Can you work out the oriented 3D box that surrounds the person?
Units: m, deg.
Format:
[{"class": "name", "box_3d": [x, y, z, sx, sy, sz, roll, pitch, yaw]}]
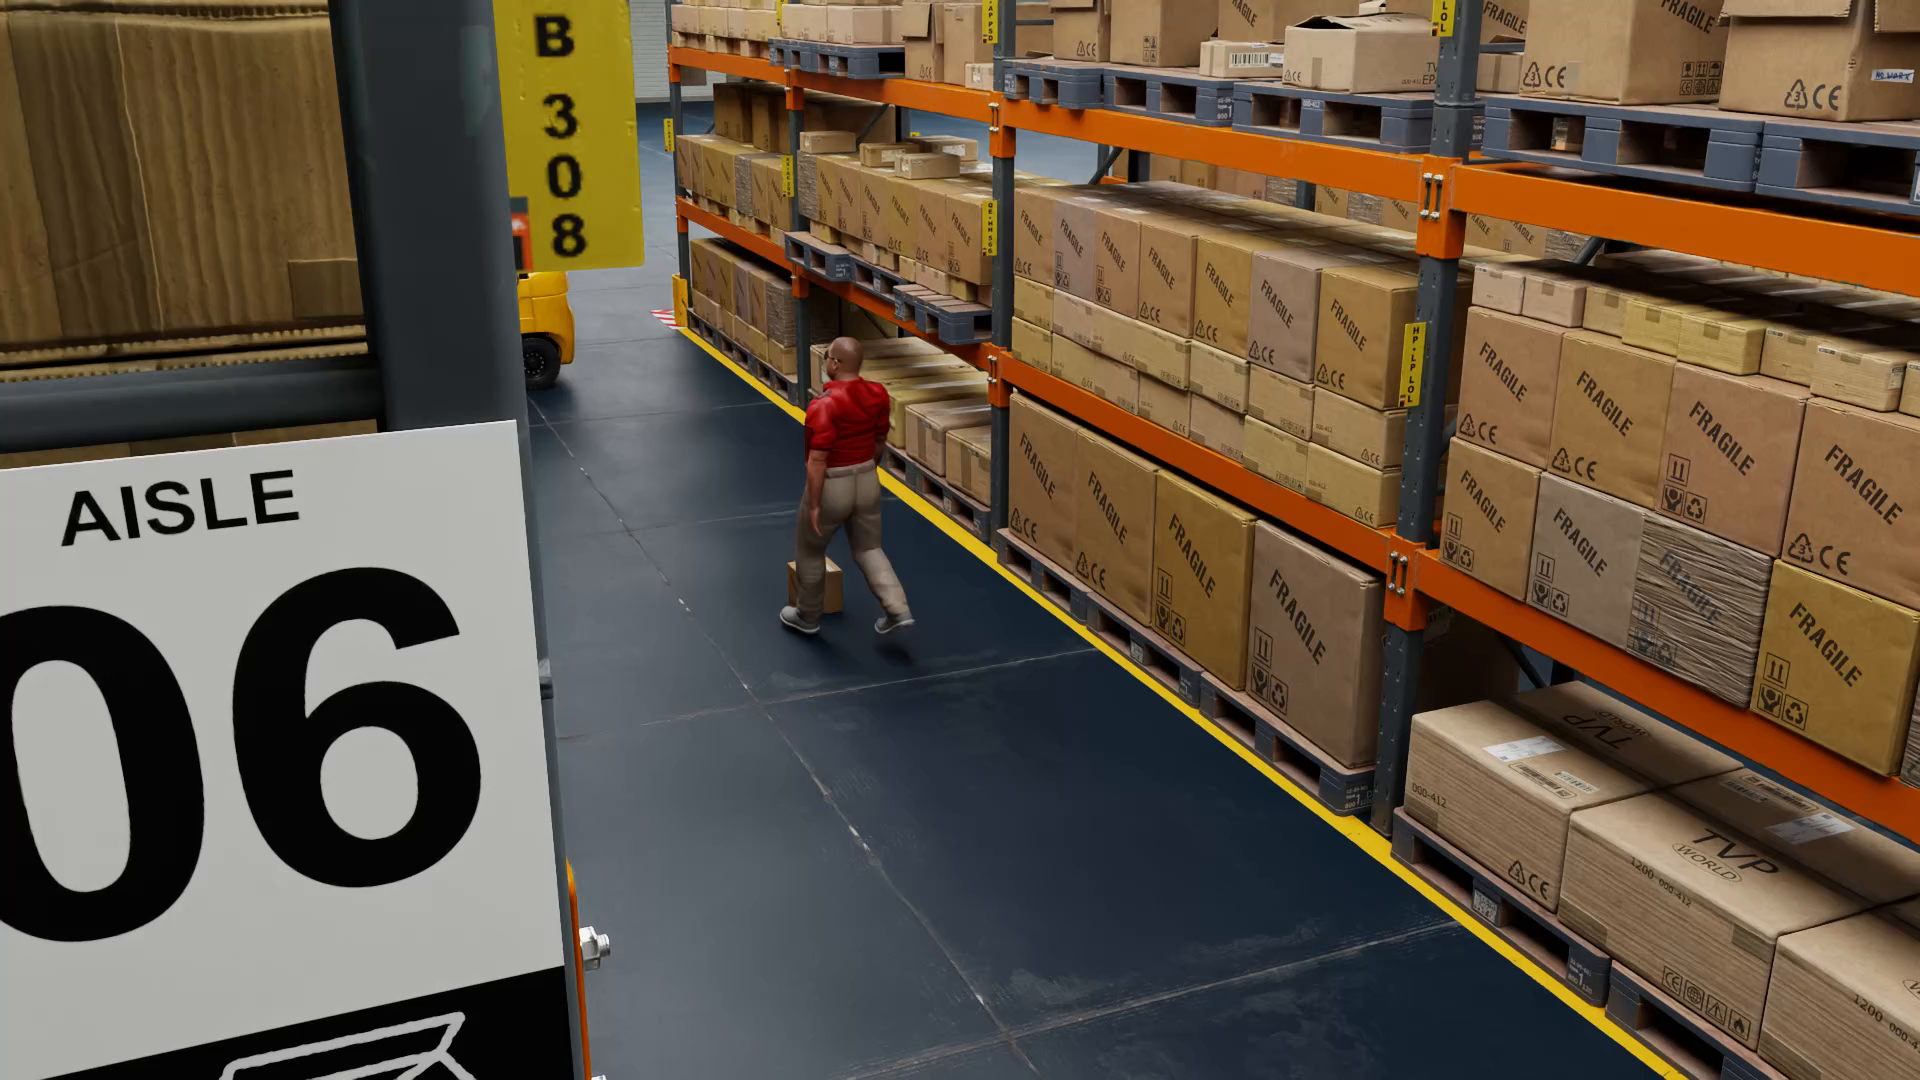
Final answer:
[{"class": "person", "box_3d": [-0.644, -0.270, 8.877, 0.549, 1.689, 0.894, -13, 23, -33]}]
